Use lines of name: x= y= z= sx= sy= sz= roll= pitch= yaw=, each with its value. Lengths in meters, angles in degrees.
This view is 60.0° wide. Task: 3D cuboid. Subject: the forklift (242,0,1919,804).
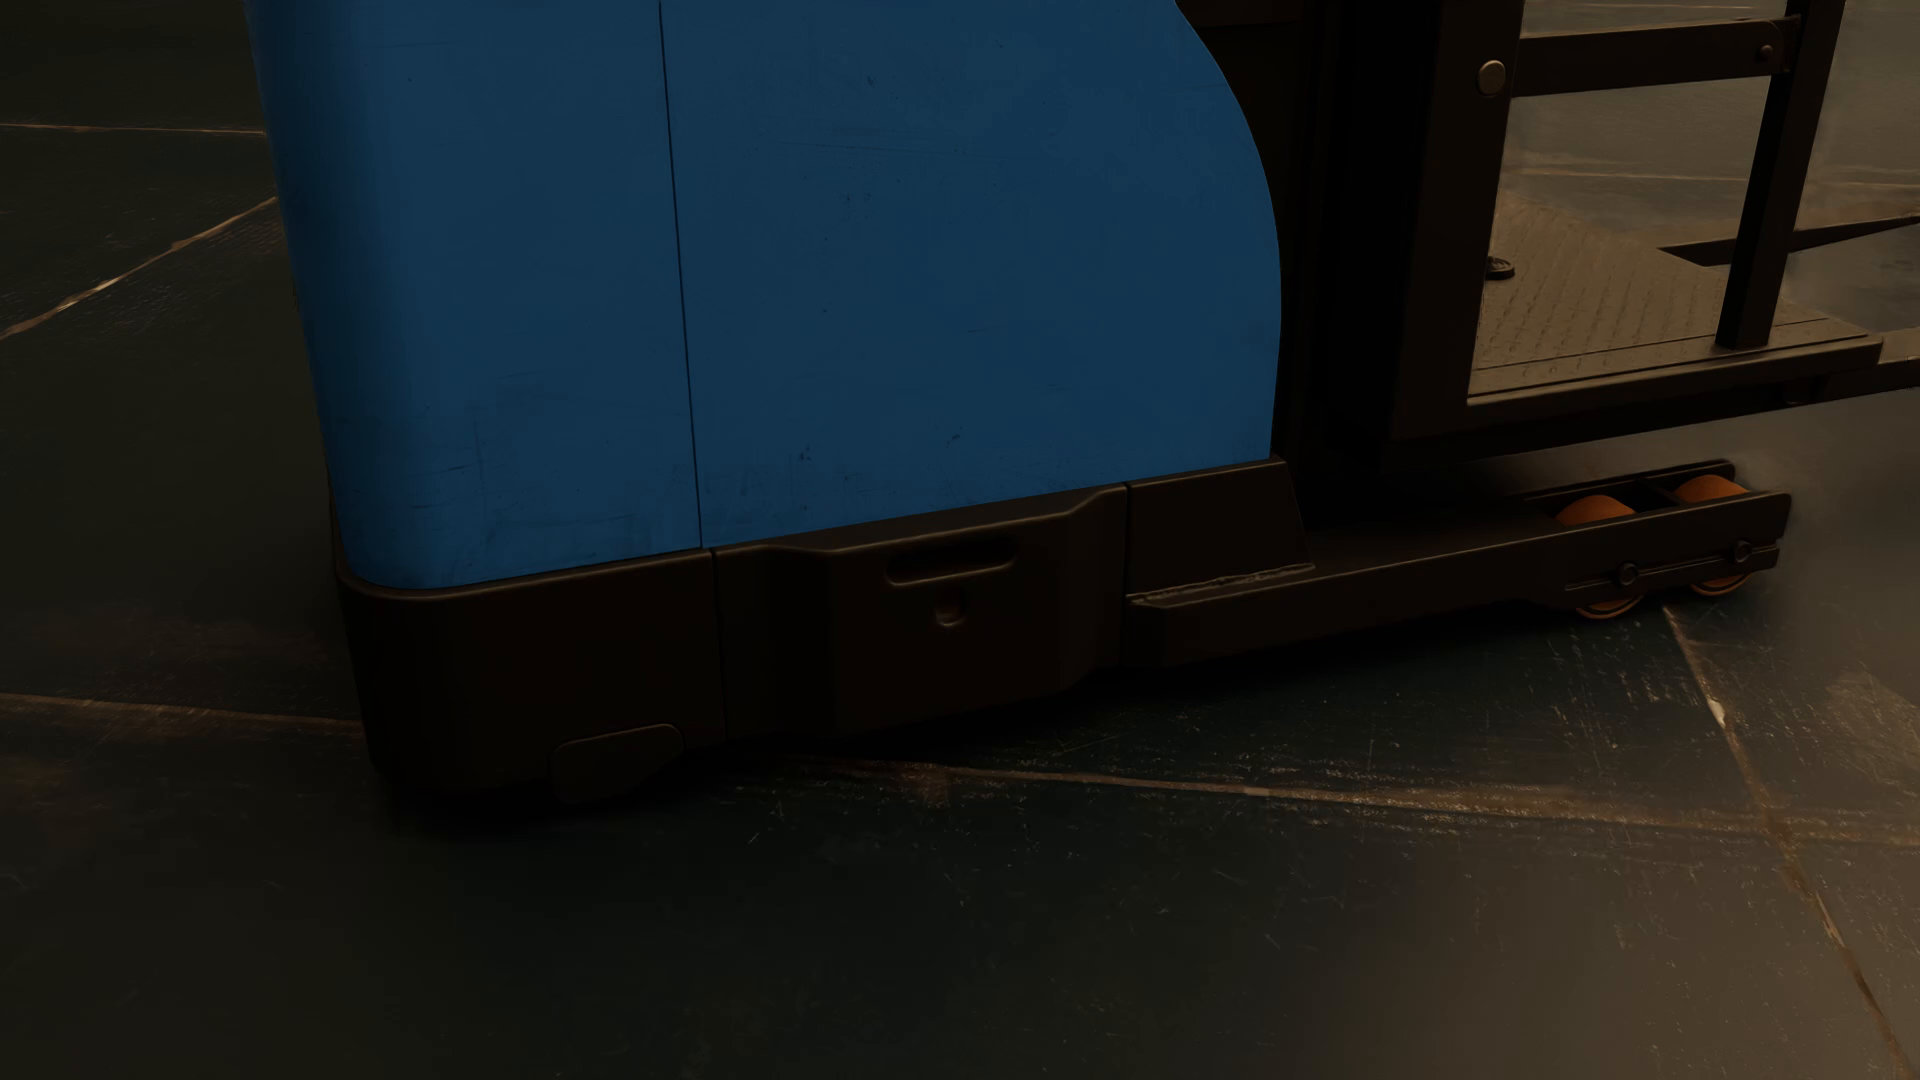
forklift: x=0.619 y=-1.414 z=2.051 sx=3.031 sy=2.935 sz=1.130 roll=-9 pitch=28 yaw=-18
